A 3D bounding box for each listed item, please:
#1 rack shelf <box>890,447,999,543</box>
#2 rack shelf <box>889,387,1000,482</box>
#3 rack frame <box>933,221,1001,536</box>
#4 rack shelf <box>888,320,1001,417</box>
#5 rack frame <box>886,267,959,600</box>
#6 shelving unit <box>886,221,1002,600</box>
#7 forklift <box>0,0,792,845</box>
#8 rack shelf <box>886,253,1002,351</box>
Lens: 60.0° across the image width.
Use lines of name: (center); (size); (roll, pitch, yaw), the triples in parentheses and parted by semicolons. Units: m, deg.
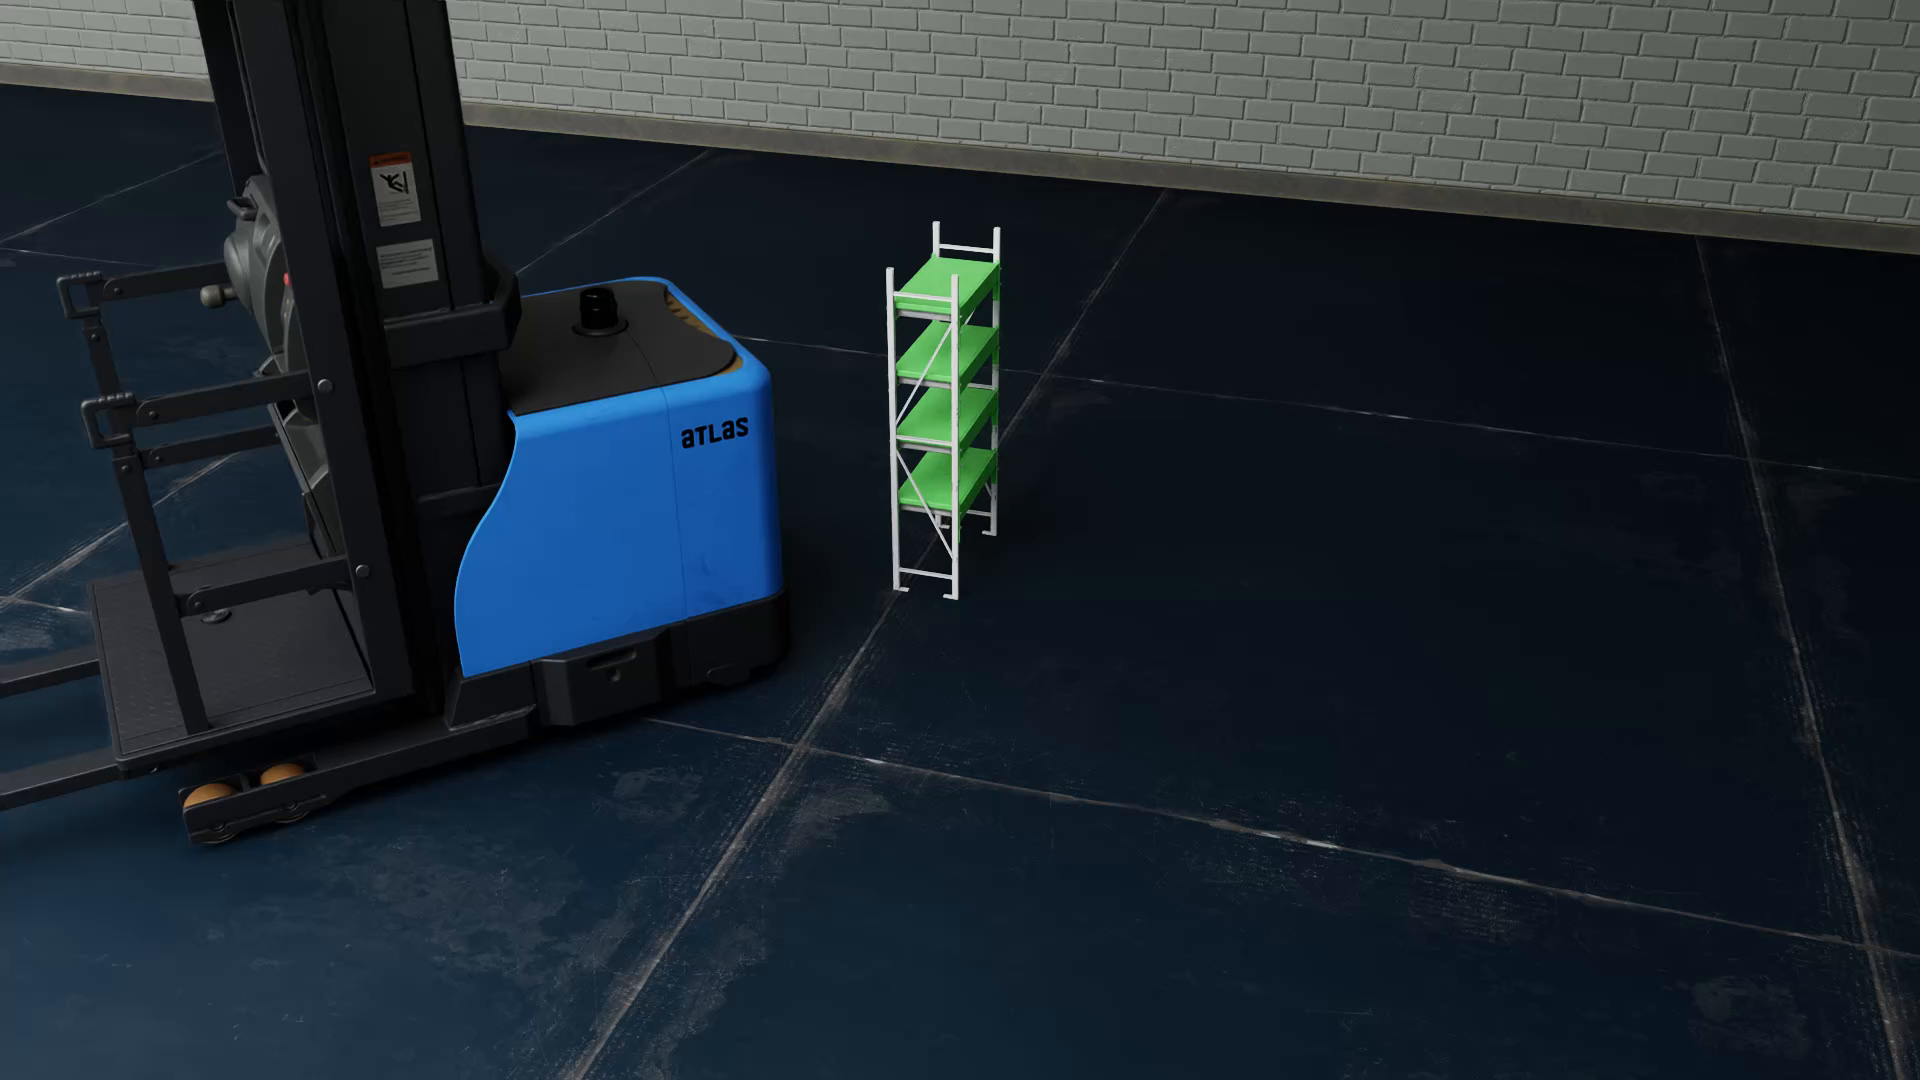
rack shelf: (-0.049, -0.182, 5.968); (0.258, 0.148, 0.480); (8, 30, 15)
rack shelf: (-0.049, -0.392, 5.851); (0.258, 0.148, 0.480); (8, 30, 15)
rack frame: (0.023, -0.561, 6.024); (0.240, 1.200, 0.015); (8, 30, 15)
rack shelf: (-0.049, -0.601, 5.734); (0.258, 0.148, 0.480); (8, 30, 15)
rack frame: (-0.120, -0.334, 5.616); (0.240, 1.200, 0.015); (8, 30, 15)
shelving unit: (-0.049, -0.447, 5.820); (0.258, 1.200, 0.503); (8, 30, 15)
forklift: (-2.097, -0.716, 4.523); (3.031, 2.935, 1.130); (-15, 32, -25)
rack shelf: (-0.049, -0.811, 5.618); (0.258, 0.148, 0.480); (8, 30, 15)
